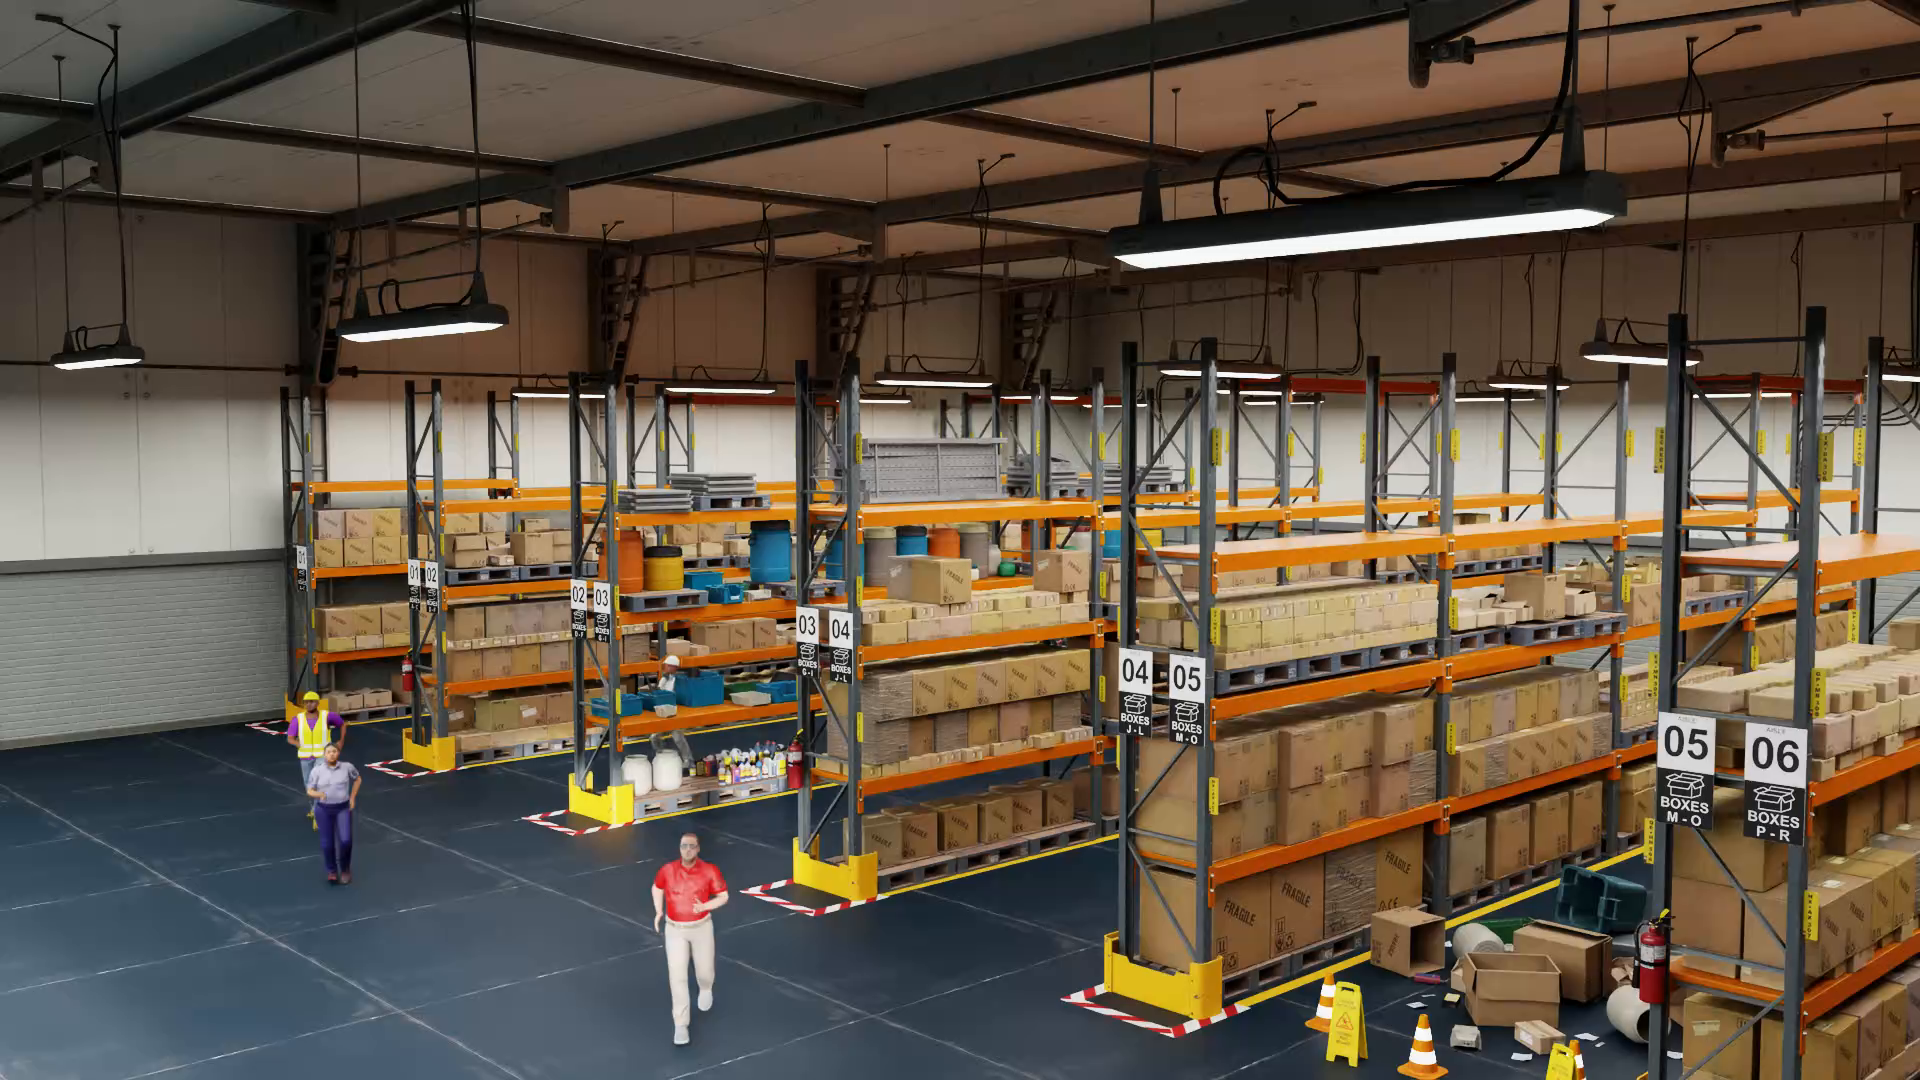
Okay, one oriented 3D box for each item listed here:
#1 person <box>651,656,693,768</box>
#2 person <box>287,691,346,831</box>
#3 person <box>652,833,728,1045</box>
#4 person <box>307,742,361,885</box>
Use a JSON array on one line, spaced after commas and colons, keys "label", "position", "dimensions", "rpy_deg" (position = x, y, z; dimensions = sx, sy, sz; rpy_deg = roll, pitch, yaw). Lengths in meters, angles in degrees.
[{"label": "person", "position": [-4.399, 2.670, 25.262], "dimensions": [0.626, 1.834, 0.758], "rpy_deg": [2, 4, 33]}, {"label": "person", "position": [-8.523, 2.894, 21.996], "dimensions": [0.702, 1.798, 0.804], "rpy_deg": [-1, 4, -8]}, {"label": "person", "position": [-2.338, 3.382, 14.369], "dimensions": [0.673, 1.696, 0.923], "rpy_deg": [0, 4, -5]}, {"label": "person", "position": [-7.146, 3.141, 19.006], "dimensions": [0.589, 1.649, 0.632], "rpy_deg": [-1, 4, -20]}]
